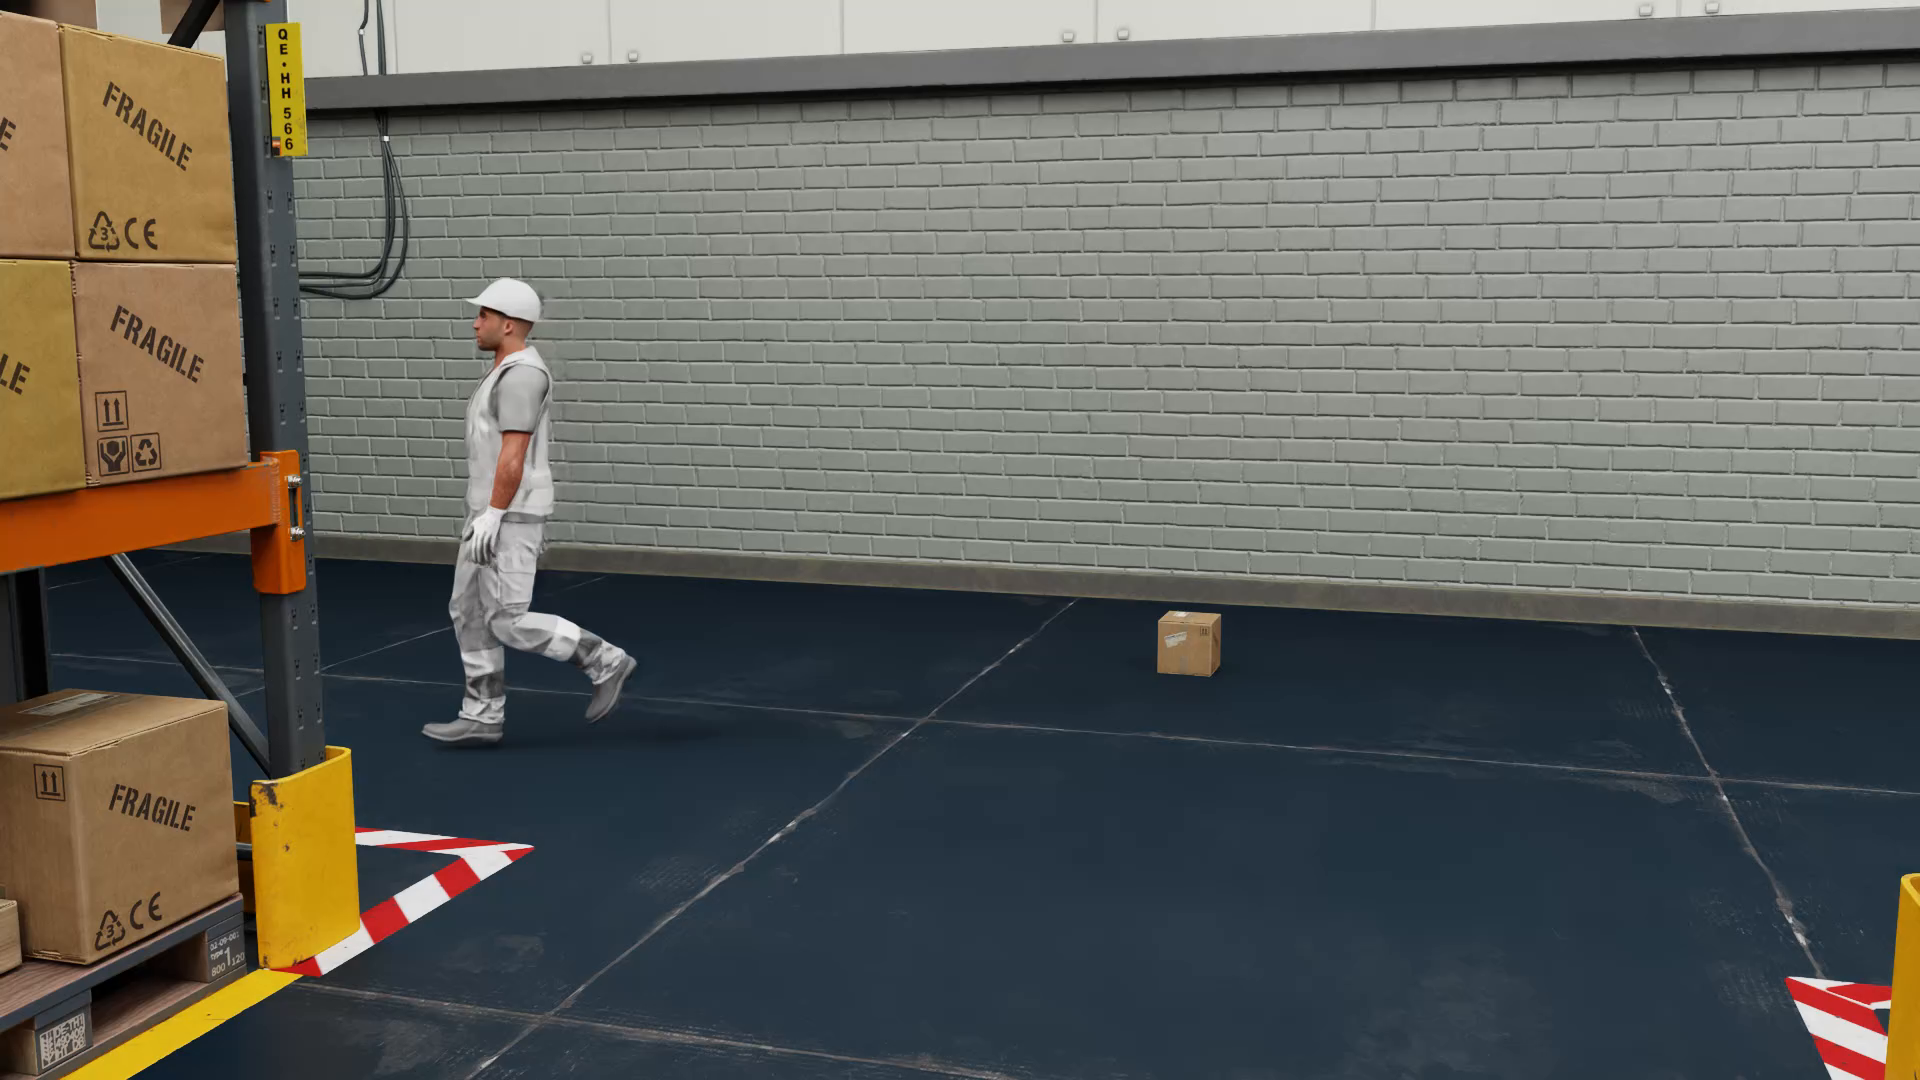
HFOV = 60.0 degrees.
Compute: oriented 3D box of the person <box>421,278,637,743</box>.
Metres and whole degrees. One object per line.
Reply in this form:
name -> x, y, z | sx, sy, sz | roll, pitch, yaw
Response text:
person -> -1.662, -0.100, 6.315 | 0.798, 1.767, 0.548 | -3, 9, -22
